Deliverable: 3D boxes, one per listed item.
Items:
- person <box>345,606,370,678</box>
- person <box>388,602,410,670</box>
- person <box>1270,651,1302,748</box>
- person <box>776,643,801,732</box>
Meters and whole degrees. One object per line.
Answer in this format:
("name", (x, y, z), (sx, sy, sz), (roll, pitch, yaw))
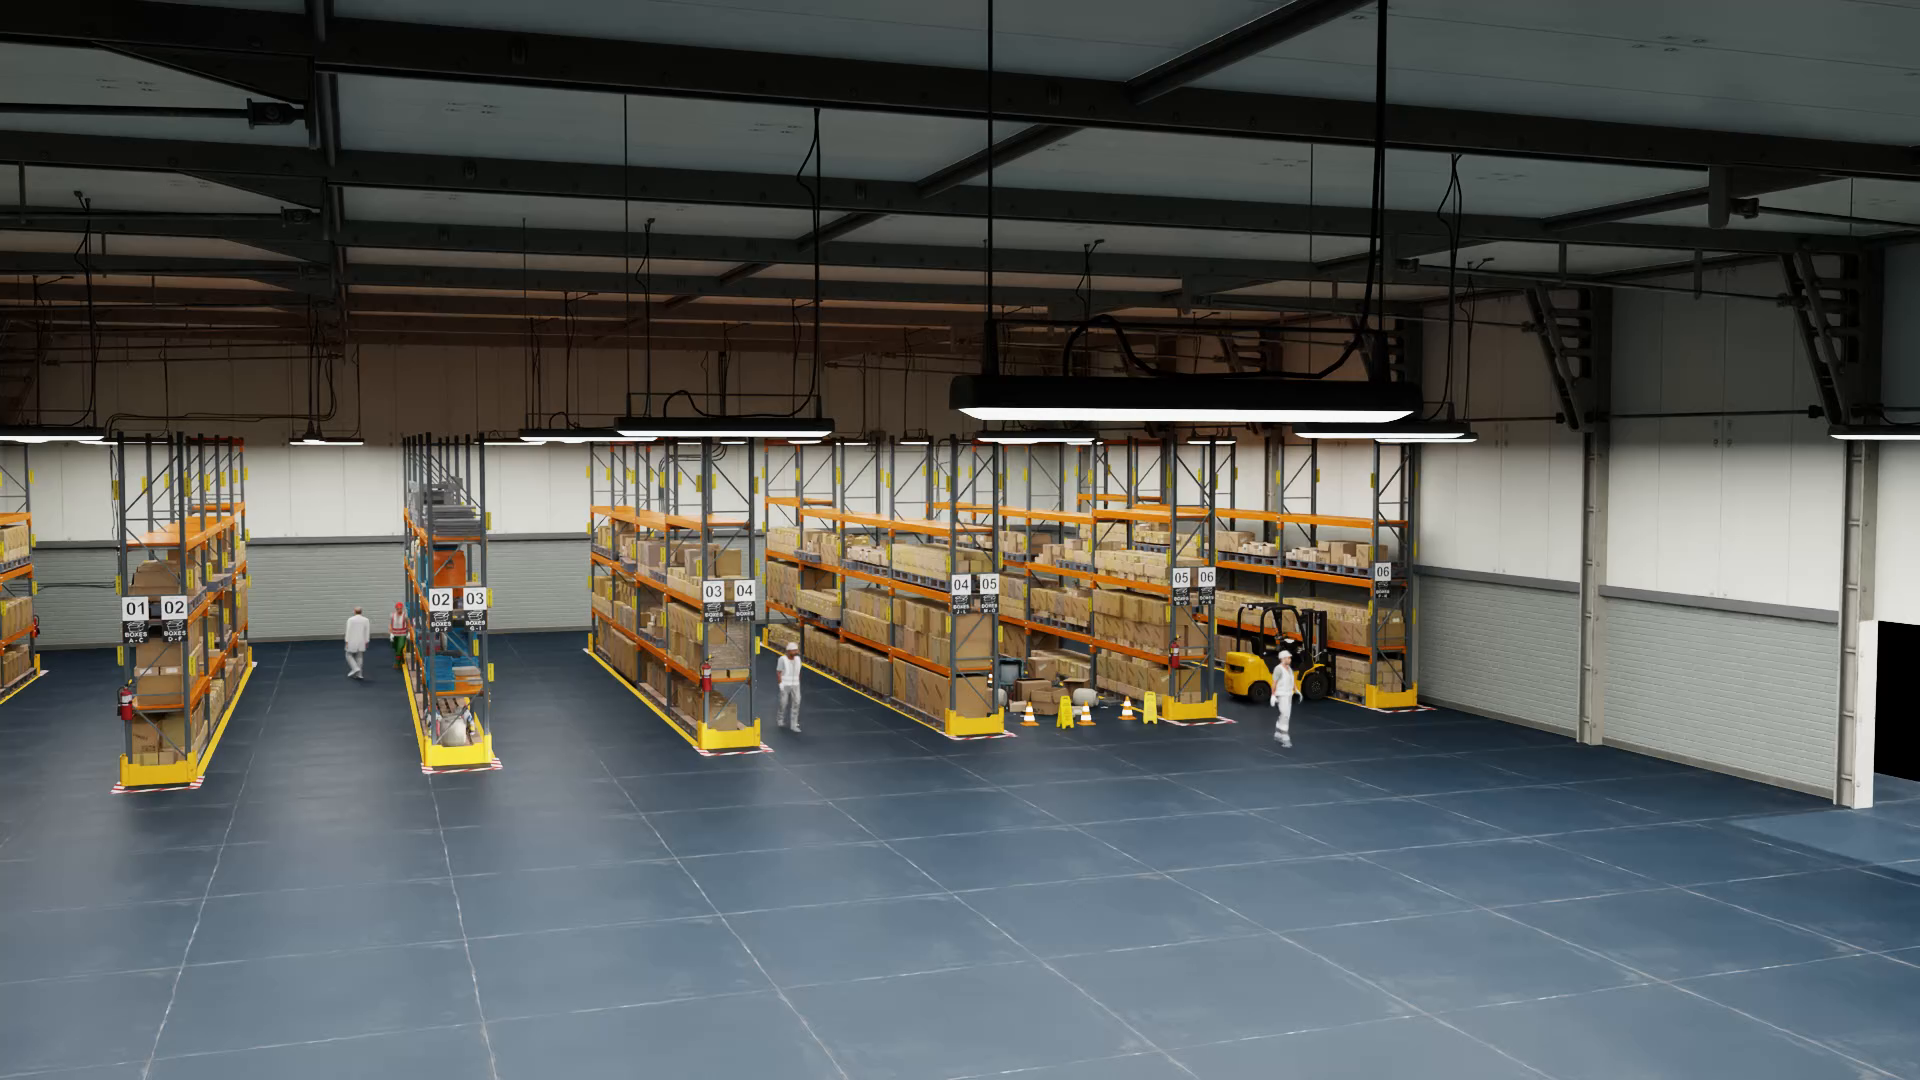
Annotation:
("person", (-14.937, 2.539, 41.243), (0.625, 1.776, 0.542), (-3, 4, -39))
("person", (-14.555, 2.470, 43.104), (0.525, 1.715, 1.092), (0, 3, -3))
("person", (6.286, 3.051, 32.077), (0.614, 1.818, 0.648), (3, 4, 39))
("person", (-3.455, 2.982, 33.826), (0.646, 1.783, 0.778), (-2, 4, -38))
